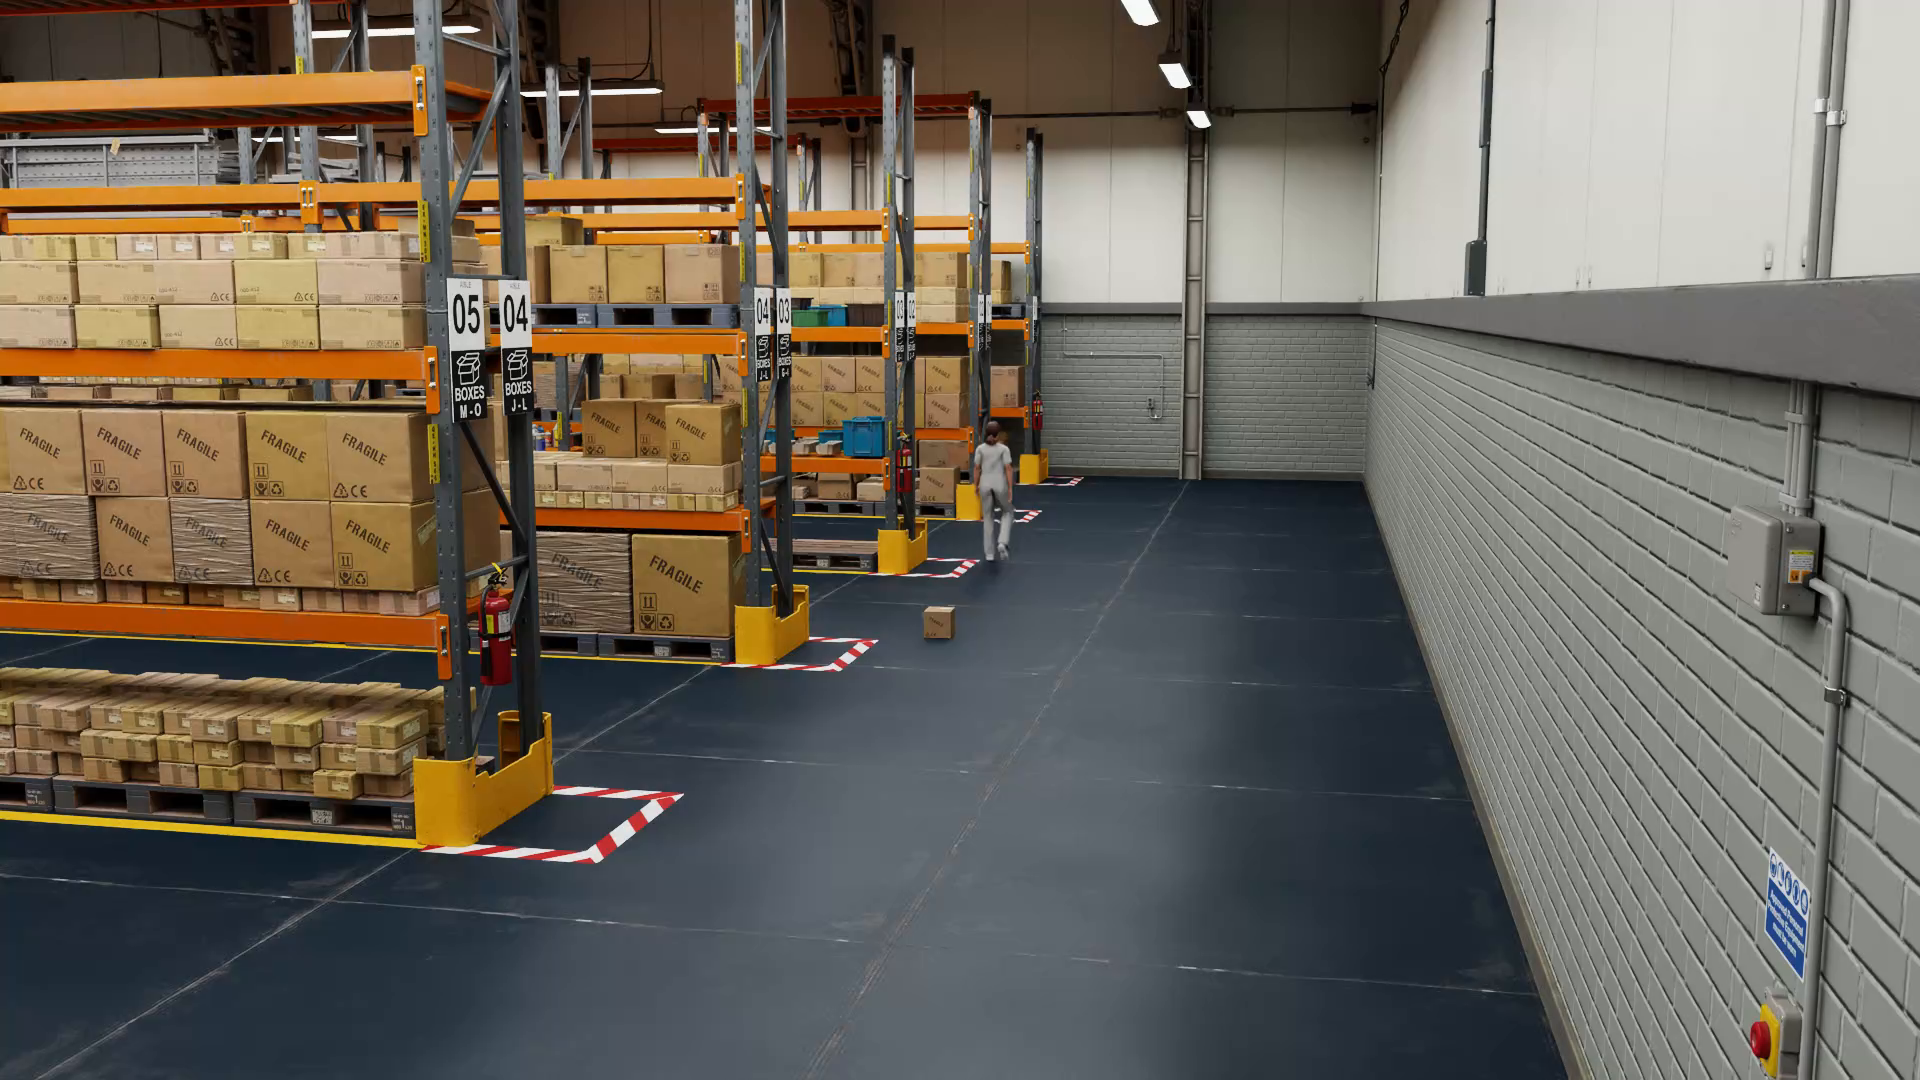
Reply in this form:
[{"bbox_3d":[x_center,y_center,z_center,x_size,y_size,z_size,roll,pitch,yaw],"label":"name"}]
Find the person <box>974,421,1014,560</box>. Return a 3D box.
[{"bbox_3d":[0.402,-0.586,19.939,0.494,1.693,0.478,1,8,10],"label":"person"}]
